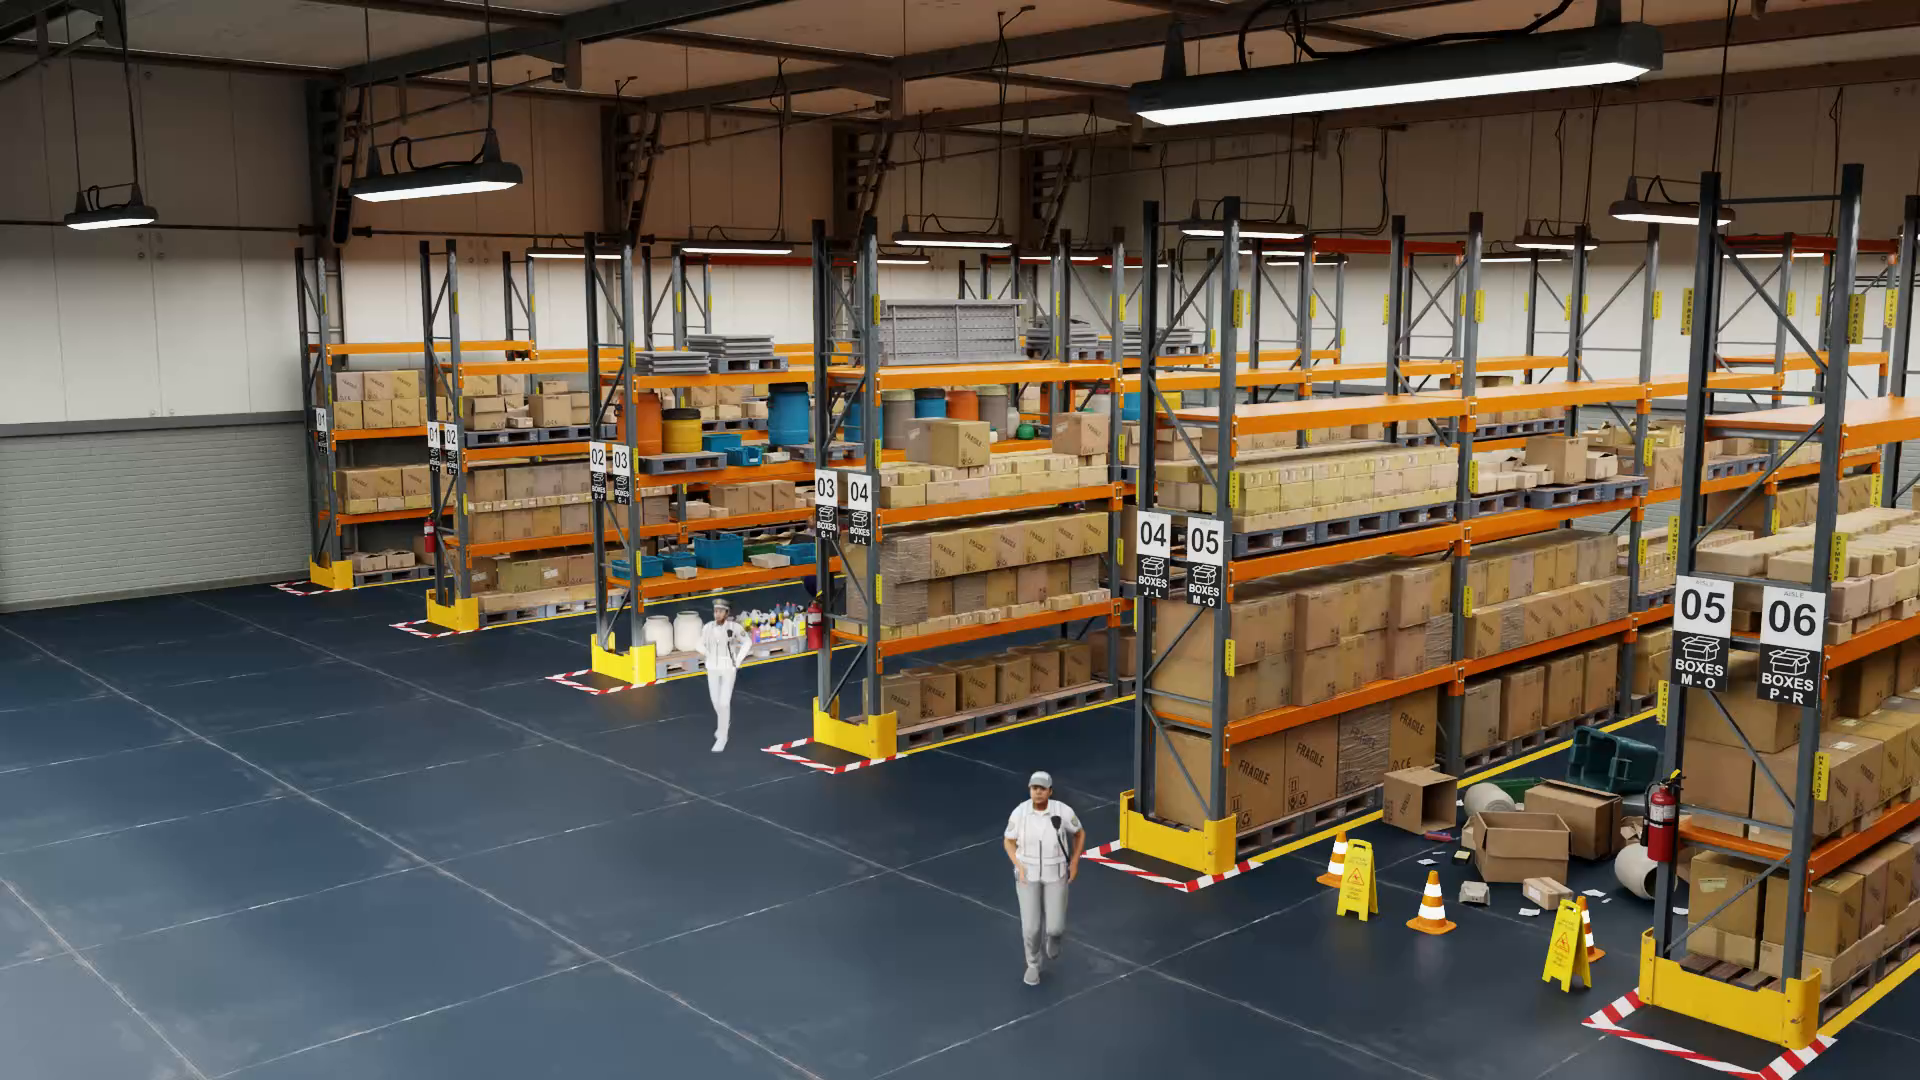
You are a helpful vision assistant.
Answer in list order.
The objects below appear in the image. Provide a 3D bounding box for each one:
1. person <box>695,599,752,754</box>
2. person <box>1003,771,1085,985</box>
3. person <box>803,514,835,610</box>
[{"bbox_3d":[-2.752,1.526,19.164,0.613,1.748,0.764,2,9,15],"label":"person"},{"bbox_3d":[0.629,2.547,12.570,0.614,1.632,0.533,1,8,7],"label":"person"},{"bbox_3d":[-2.374,0.361,27.468,0.640,1.606,0.571,8,12,44],"label":"person"}]
